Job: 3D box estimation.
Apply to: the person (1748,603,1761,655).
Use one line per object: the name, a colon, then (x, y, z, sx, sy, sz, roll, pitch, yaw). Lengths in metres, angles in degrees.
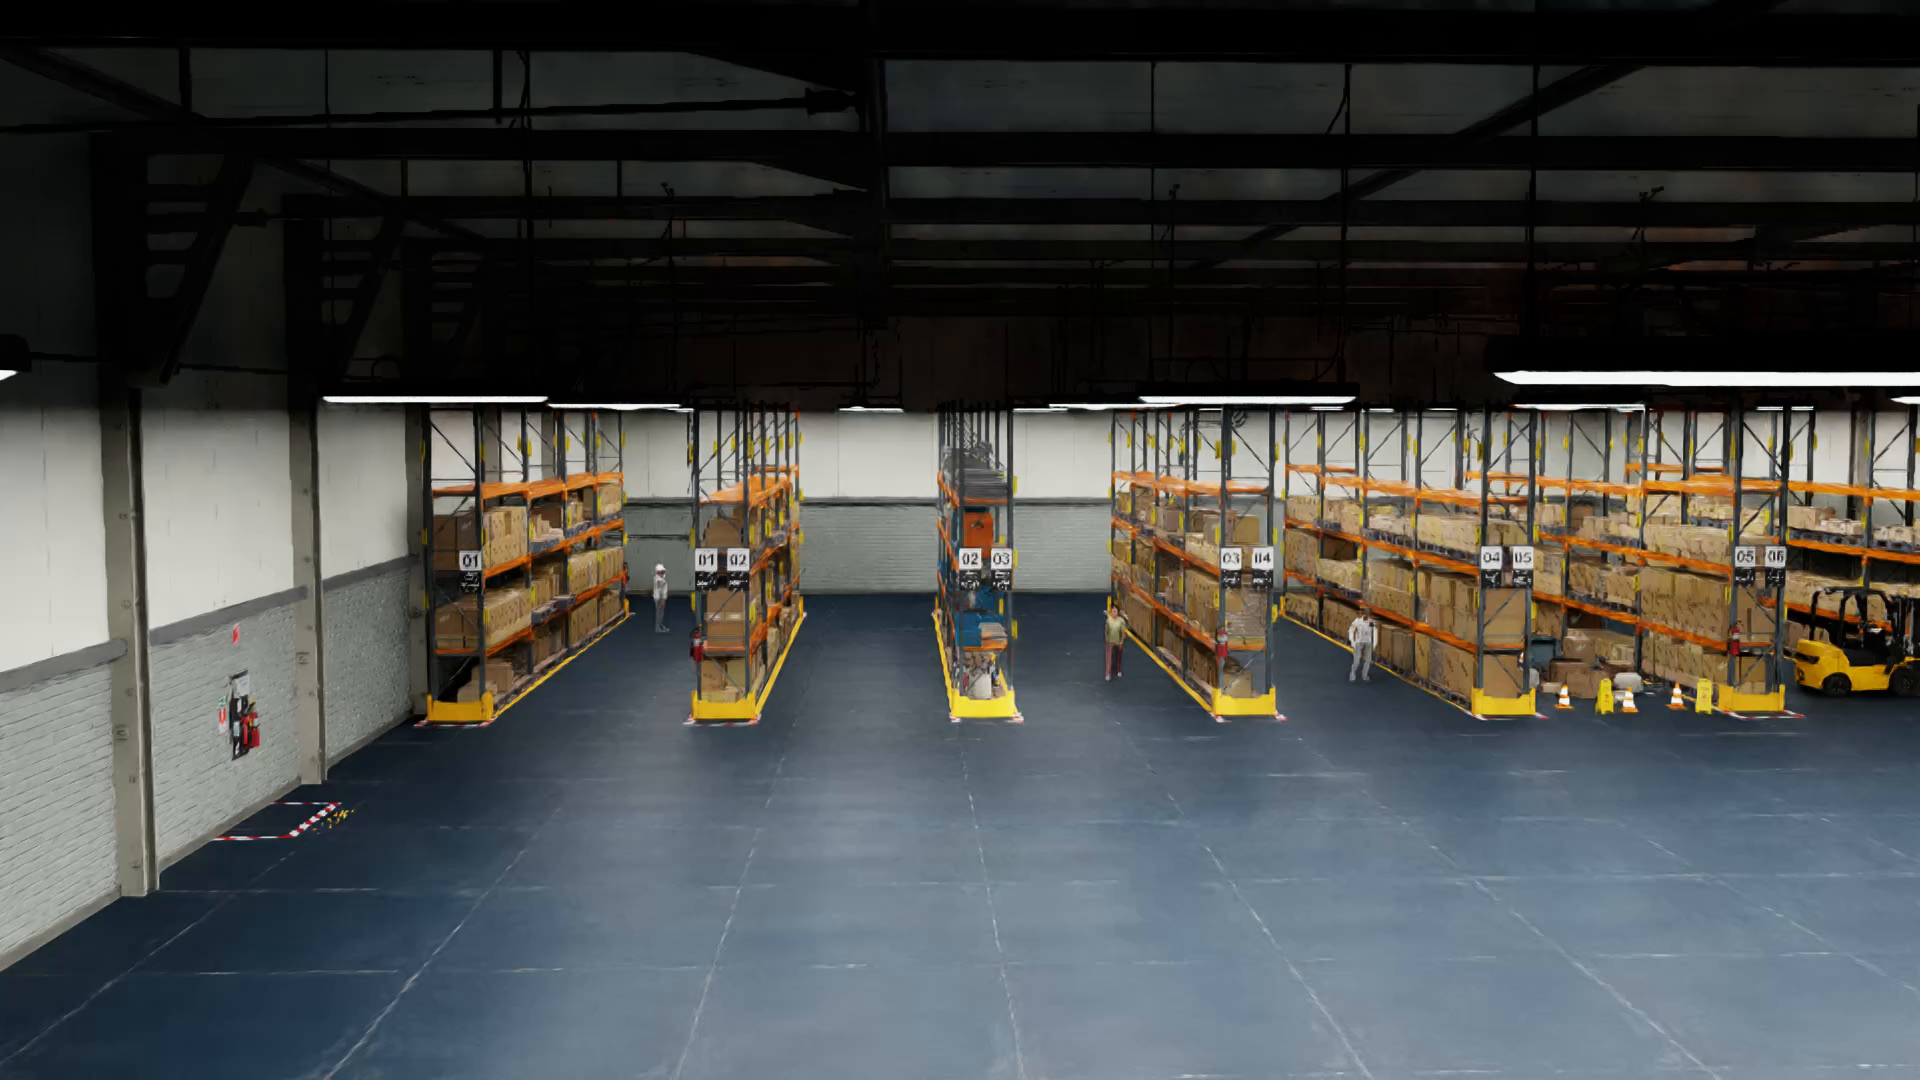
person: (16.919, 2.177, 35.522, 0.480, 1.674, 0.486, 2, 5, 29)

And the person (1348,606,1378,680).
person: (8.639, 2.212, 35.642, 0.639, 1.628, 0.506, 0, 4, -4)

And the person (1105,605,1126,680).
person: (3.344, 2.188, 35.761, 0.448, 1.600, 1.006, 1, 4, 7)

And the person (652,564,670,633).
person: (-7.785, 1.523, 43.421, 0.463, 1.782, 0.598, -2, 5, -20)
